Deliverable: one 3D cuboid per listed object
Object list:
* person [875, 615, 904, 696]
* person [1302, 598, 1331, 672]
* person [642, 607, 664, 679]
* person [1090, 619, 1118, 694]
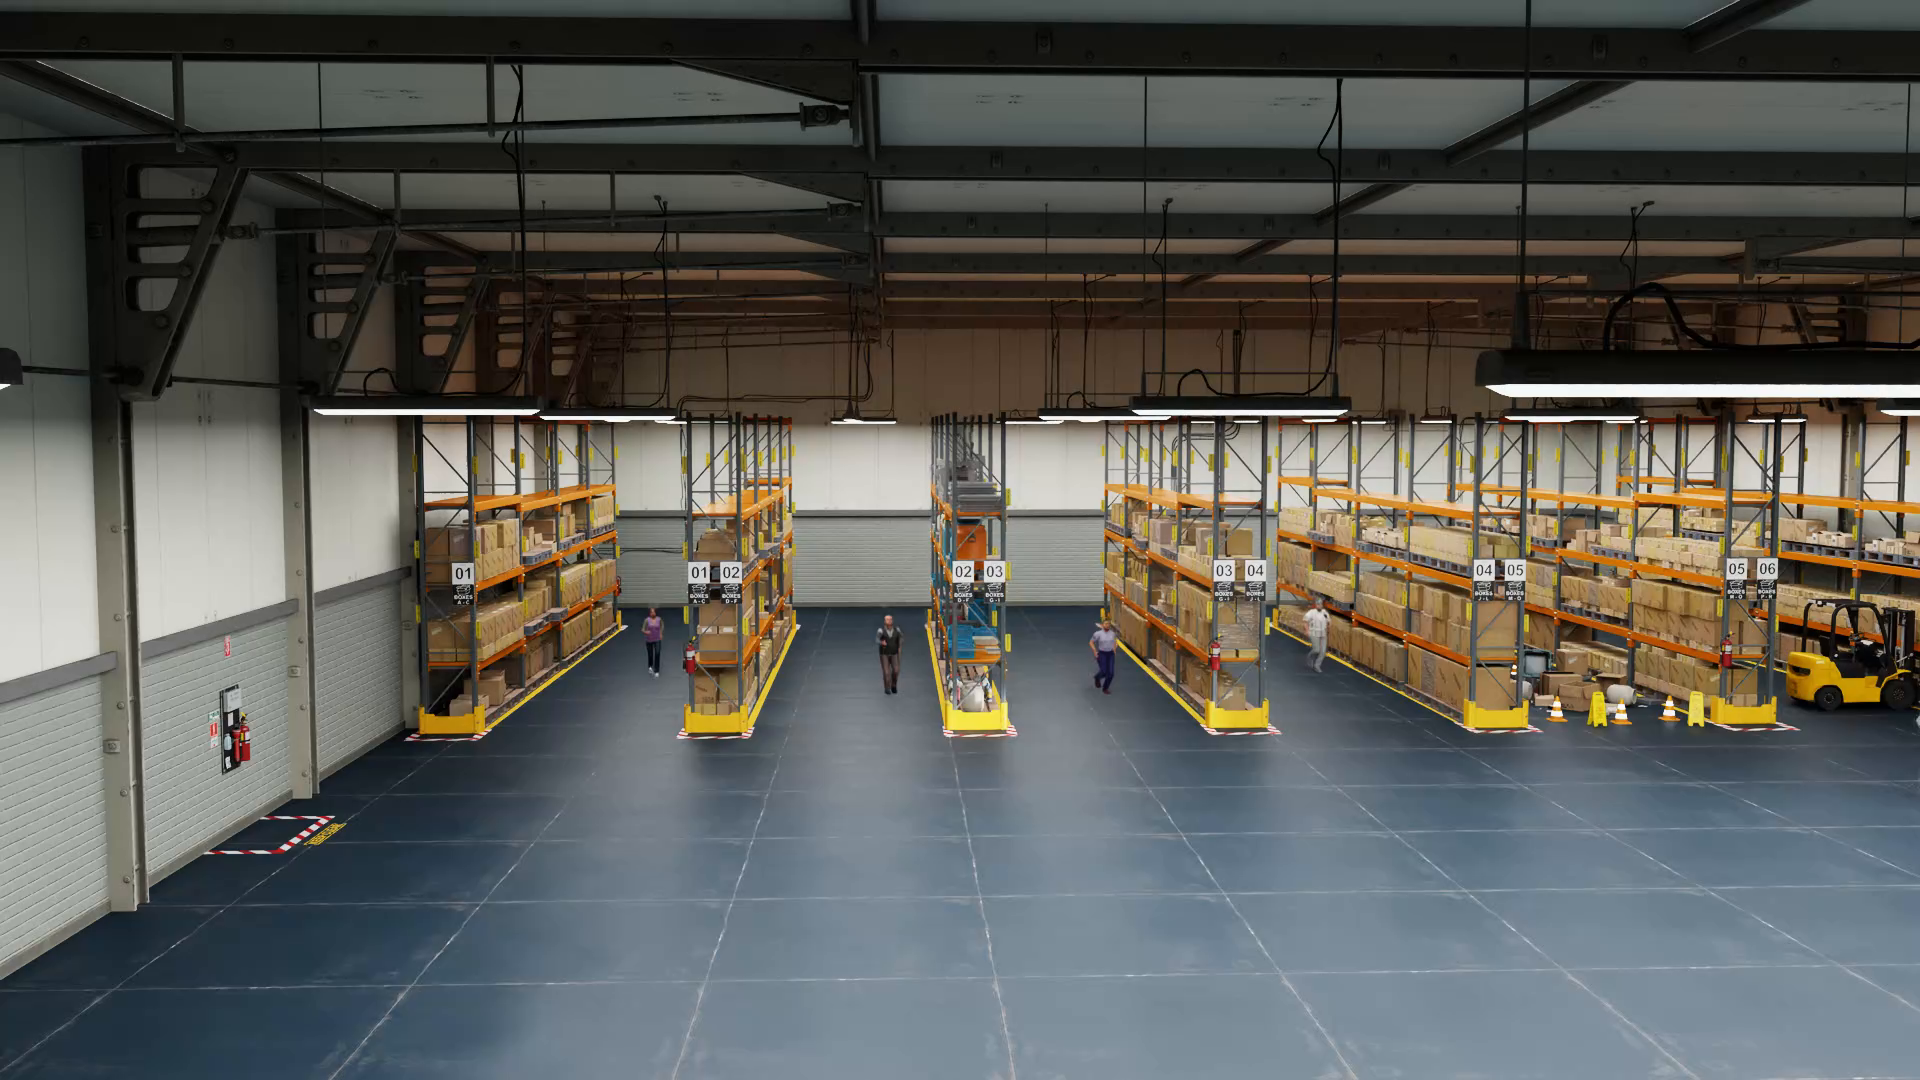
[{"bbox_3d":[-1.482,2.466,35.387,0.642,1.714,0.646,-1,4,-8],"label":"person"},{"bbox_3d":[8.365,2.216,38.774,0.658,1.739,0.591,-1,4,-10],"label":"person"},{"bbox_3d":[-7.026,2.333,38.060,0.508,1.617,0.833,-1,4,-13],"label":"person"},{"bbox_3d":[3.129,2.502,35.667,0.607,1.603,0.548,-1,4,-18],"label":"person"}]
